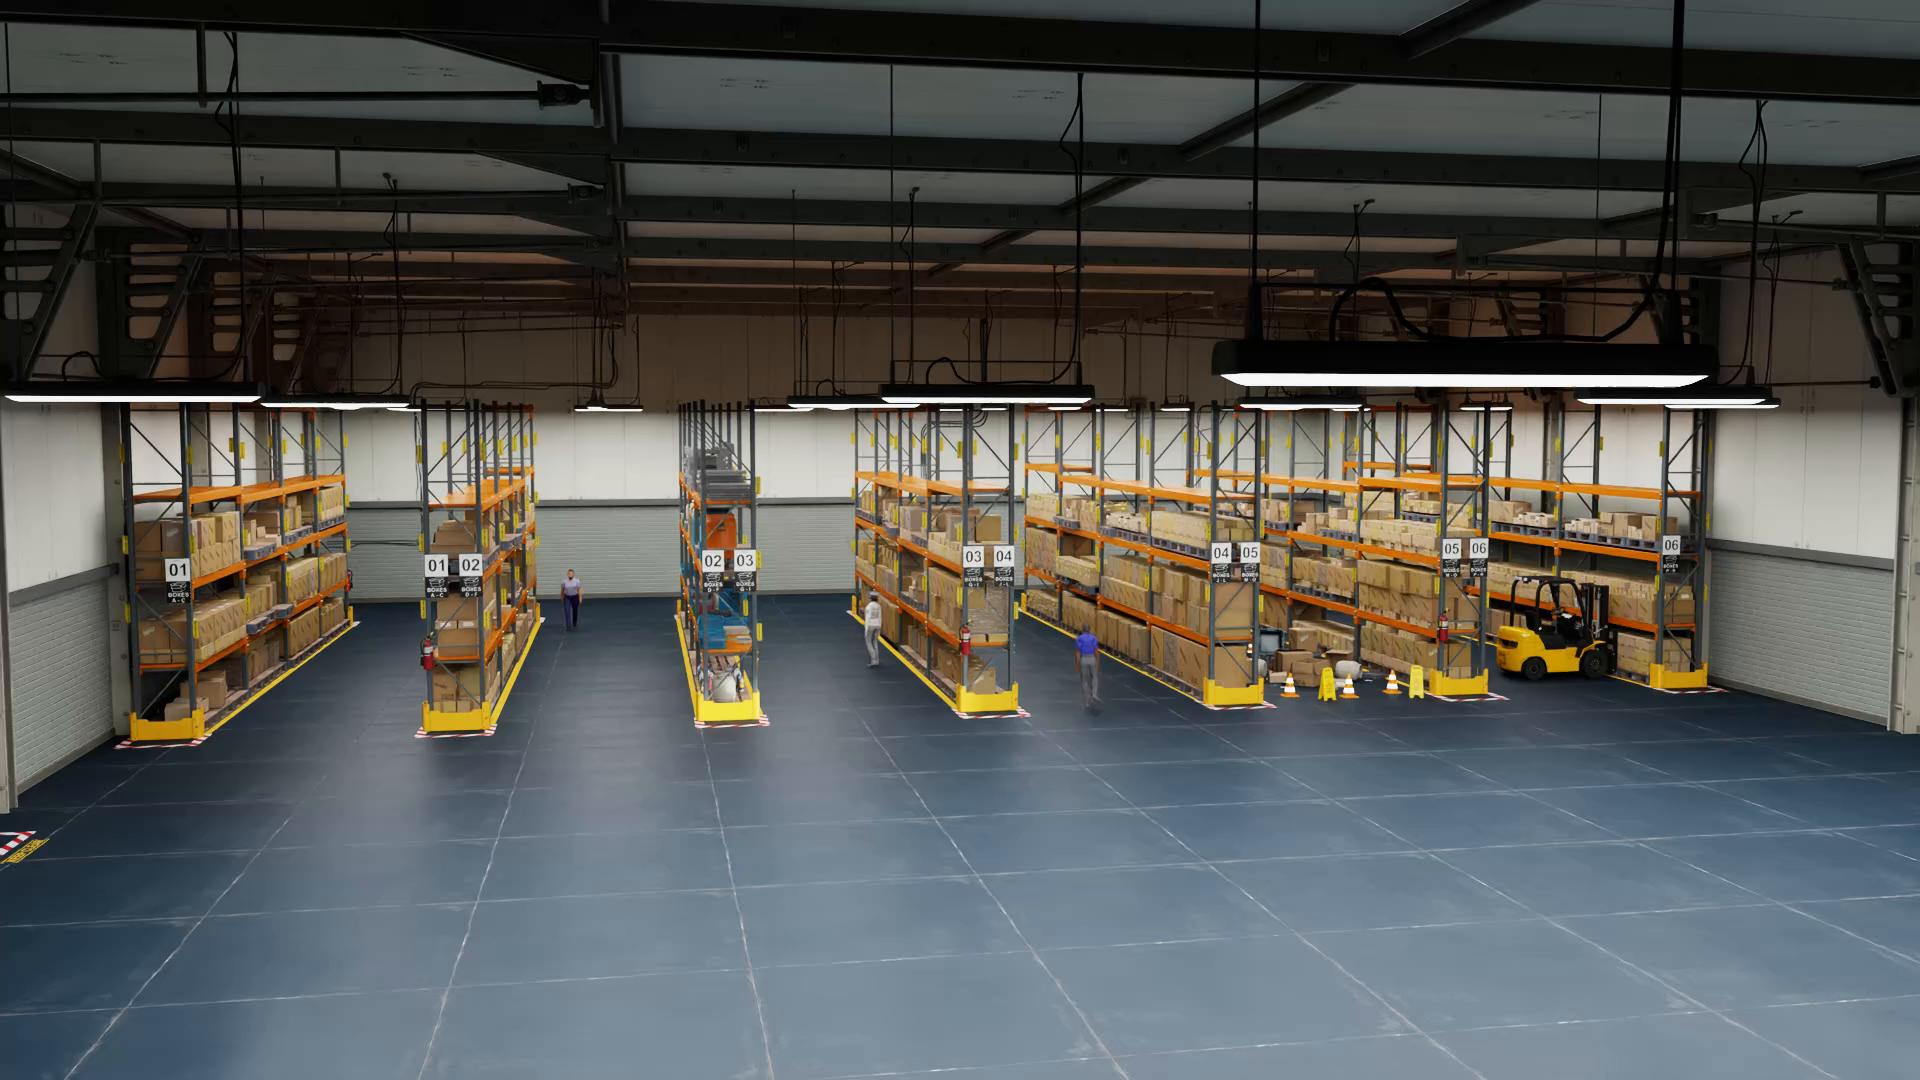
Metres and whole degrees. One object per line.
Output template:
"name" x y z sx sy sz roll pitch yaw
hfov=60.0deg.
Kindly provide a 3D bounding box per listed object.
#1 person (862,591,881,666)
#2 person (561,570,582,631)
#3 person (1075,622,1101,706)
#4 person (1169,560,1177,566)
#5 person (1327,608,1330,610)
"person" -1.979 2.048 37.971 0.400 1.754 0.525 4 6 44
"person" -10.348 1.575 44.247 0.532 1.588 1.034 -1 4 -14
"person" 2.513 2.430 32.663 0.499 1.646 0.457 0 4 -2
"person" 6.007 1.325 46.979 1.112 1.707 0.538 2 5 30
"person" 10.570 1.223 48.650 0.643 1.679 0.476 2 5 23
